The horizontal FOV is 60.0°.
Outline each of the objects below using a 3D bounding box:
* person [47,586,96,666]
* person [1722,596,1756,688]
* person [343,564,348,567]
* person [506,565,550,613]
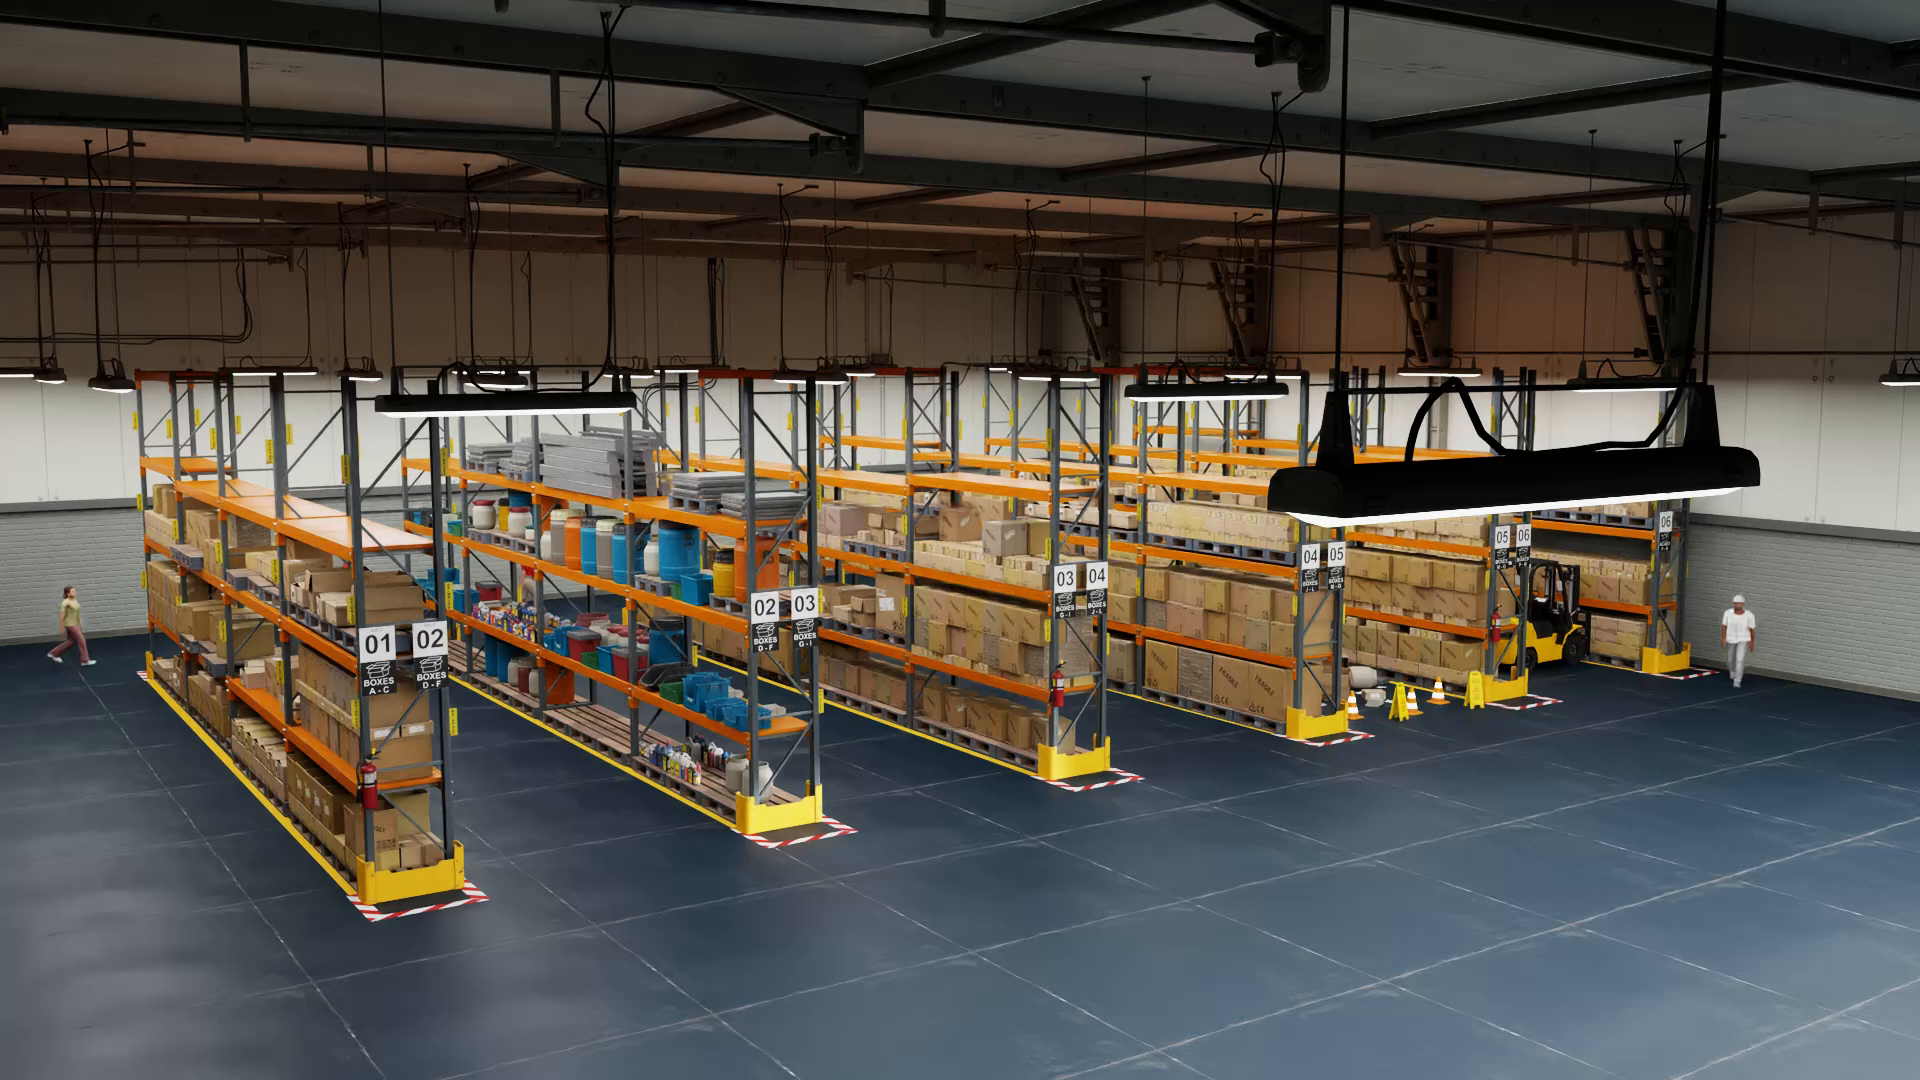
[{"bbox_3d":[-17.957,1.729,33.550,0.946,1.633,0.444,-1,7,-9],"label":"person"},{"bbox_3d":[14.788,1.908,31.583,0.573,1.729,1.019,4,8,32],"label":"person"},{"bbox_3d":[-13.315,1.356,36.243,0.552,1.738,1.021,-3,7,-25],"label":"person"},{"bbox_3d":[-10.402,0.991,39.923,1.074,1.668,0.512,-1,7,-12],"label":"person"}]
